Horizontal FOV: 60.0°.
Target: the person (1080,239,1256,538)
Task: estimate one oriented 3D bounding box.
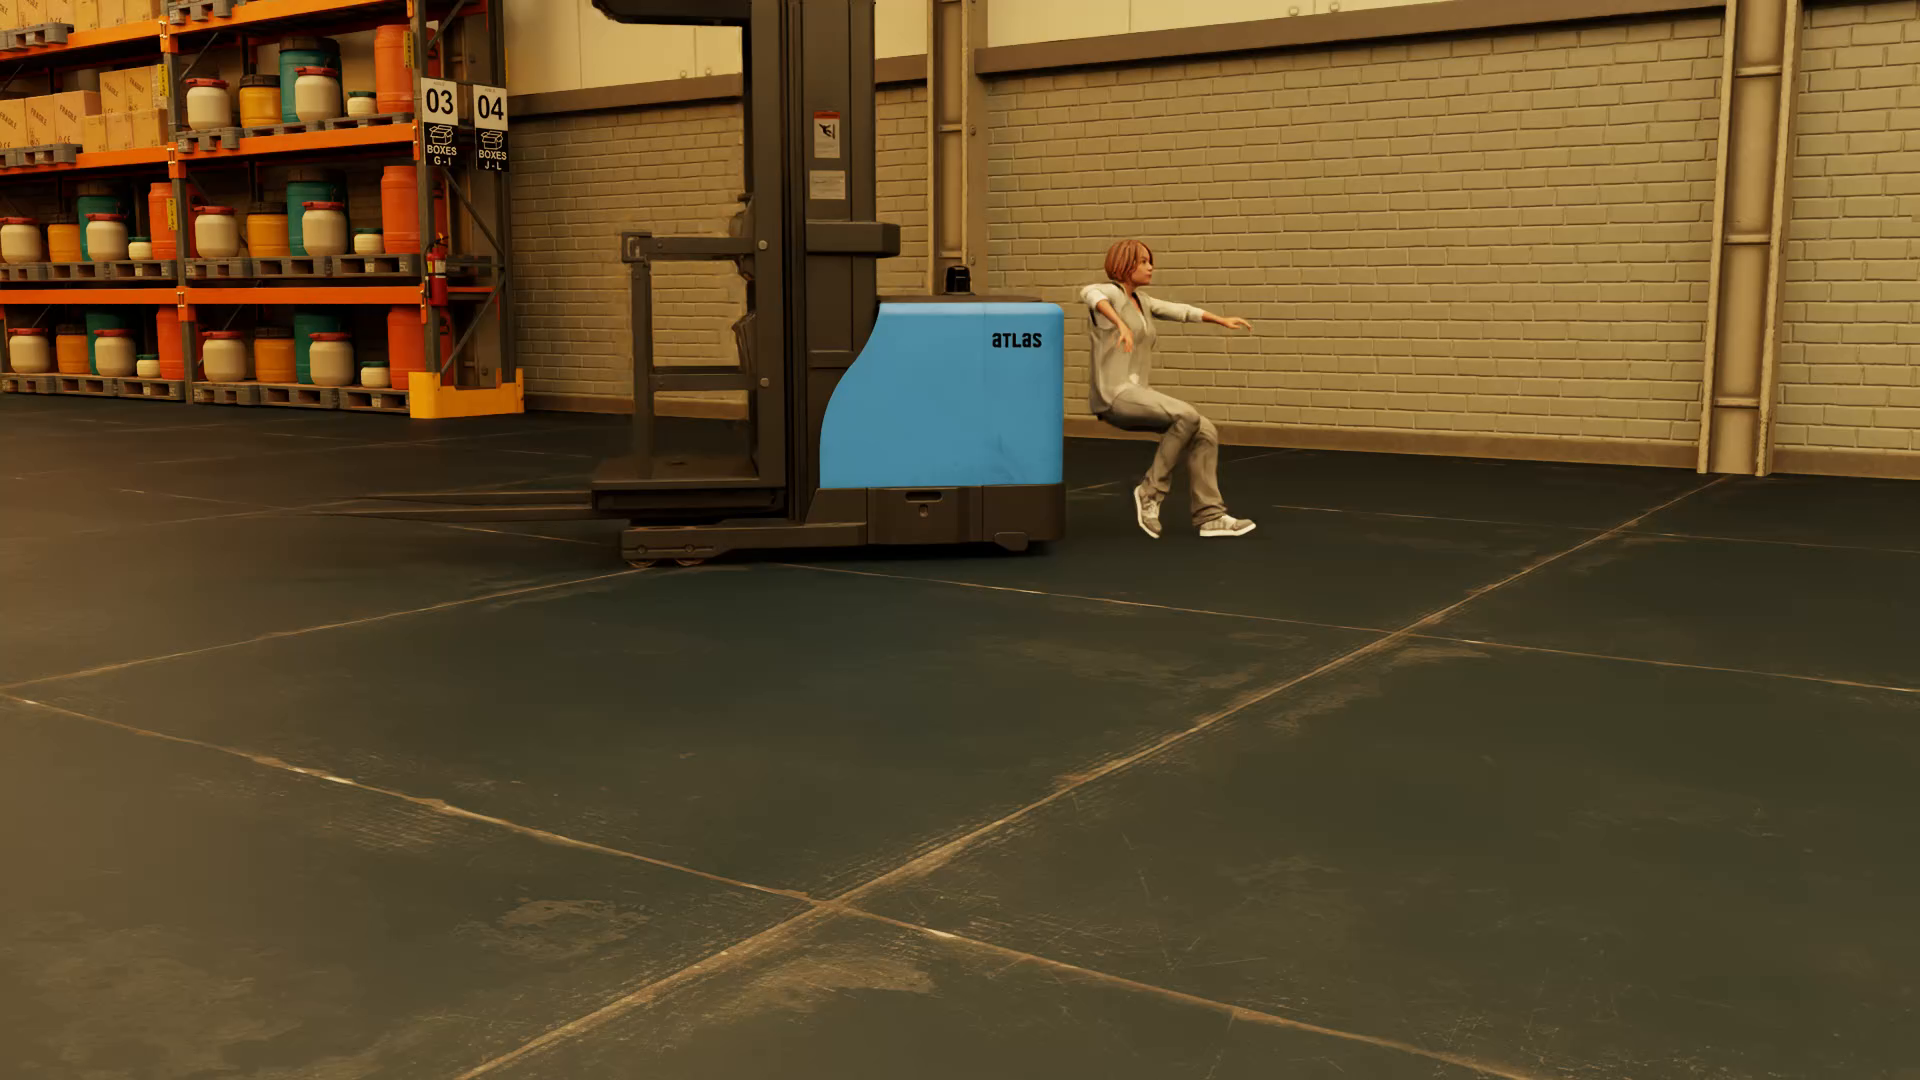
[{"bbox_3d":[0.958,-0.689,7.568,0.778,1.360,0.940,4,9,27],"label":"person"}]

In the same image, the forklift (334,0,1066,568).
[{"bbox_3d":[-1.110,-1.418,7.165,3.031,2.935,1.130,-1,8,-9],"label":"forklift"}]
